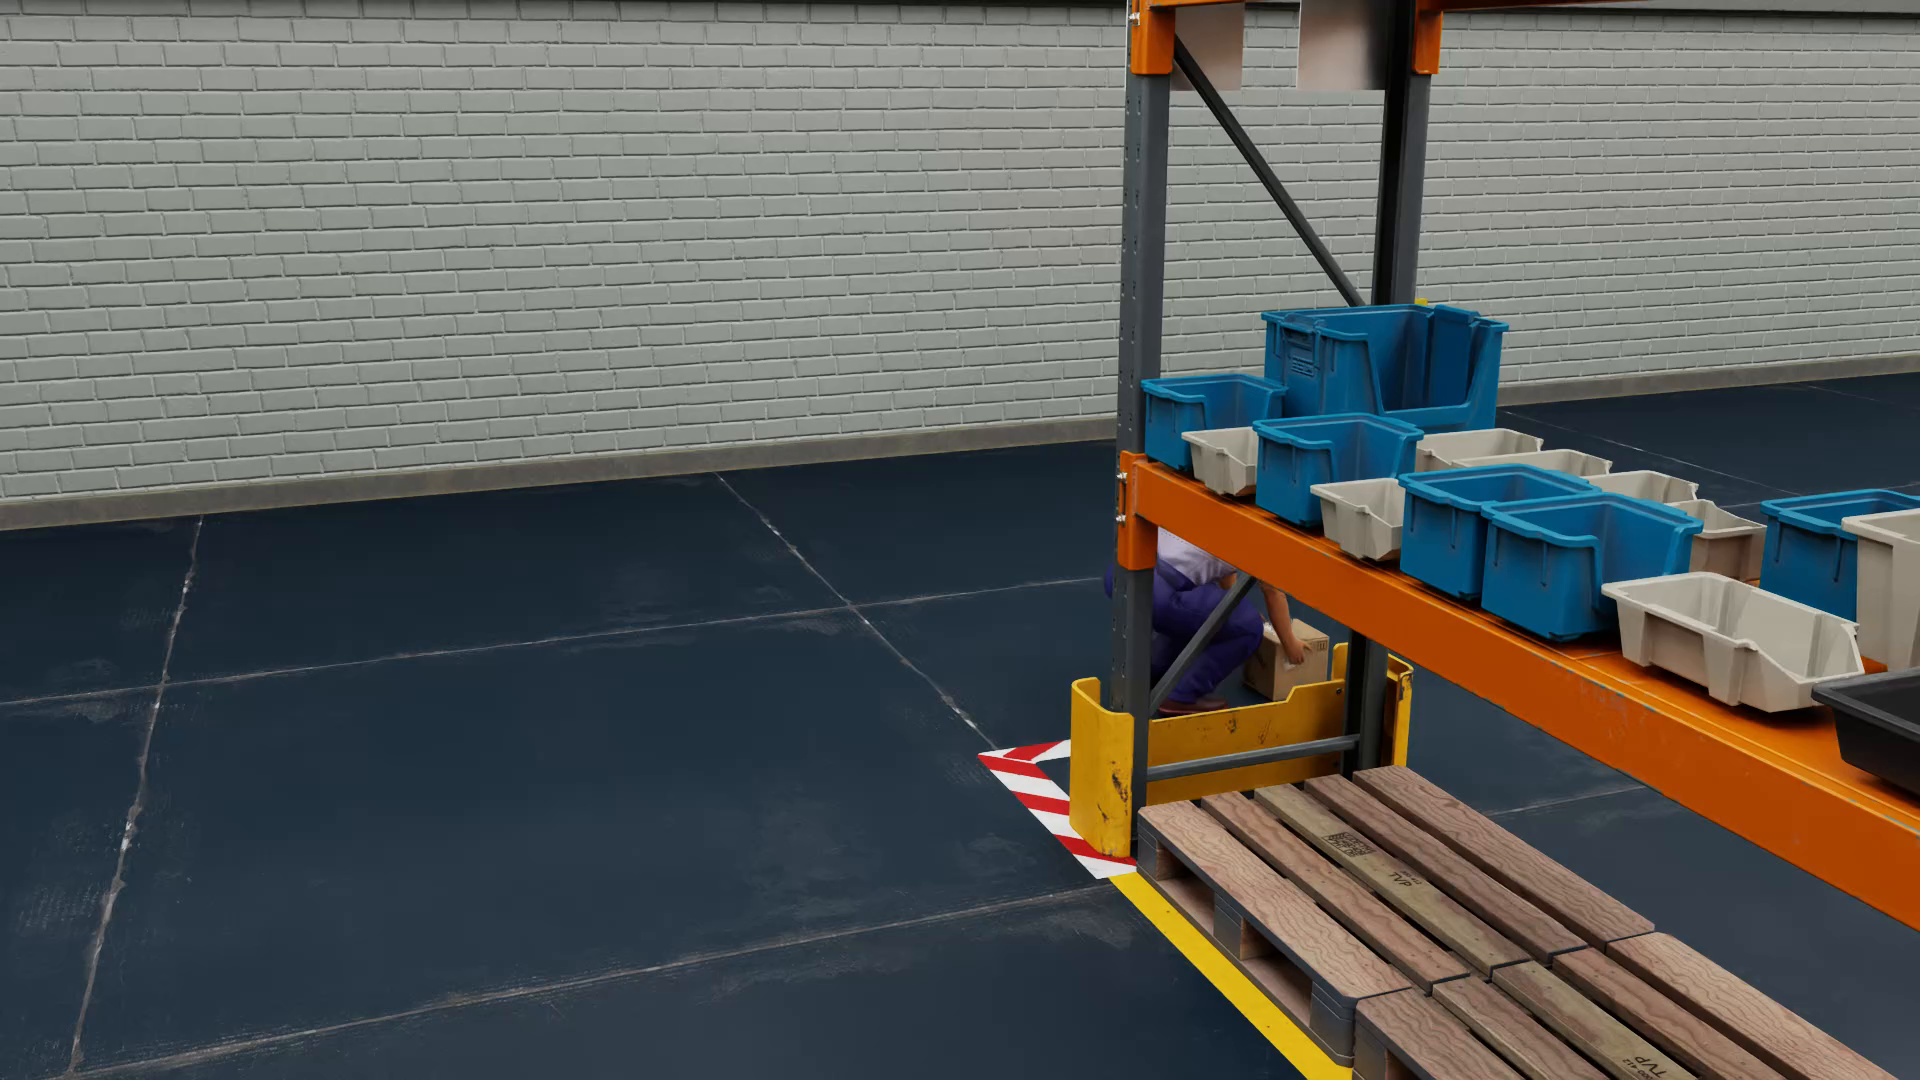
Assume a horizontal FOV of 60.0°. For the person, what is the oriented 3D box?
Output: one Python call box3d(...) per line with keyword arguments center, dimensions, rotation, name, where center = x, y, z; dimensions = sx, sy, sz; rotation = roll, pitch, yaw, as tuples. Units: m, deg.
box3d(center=(0.985, 0.195, 6.687), dimensions=(0.823, 0.937, 0.526), rotation=(-5, 16, -17), name="person")
